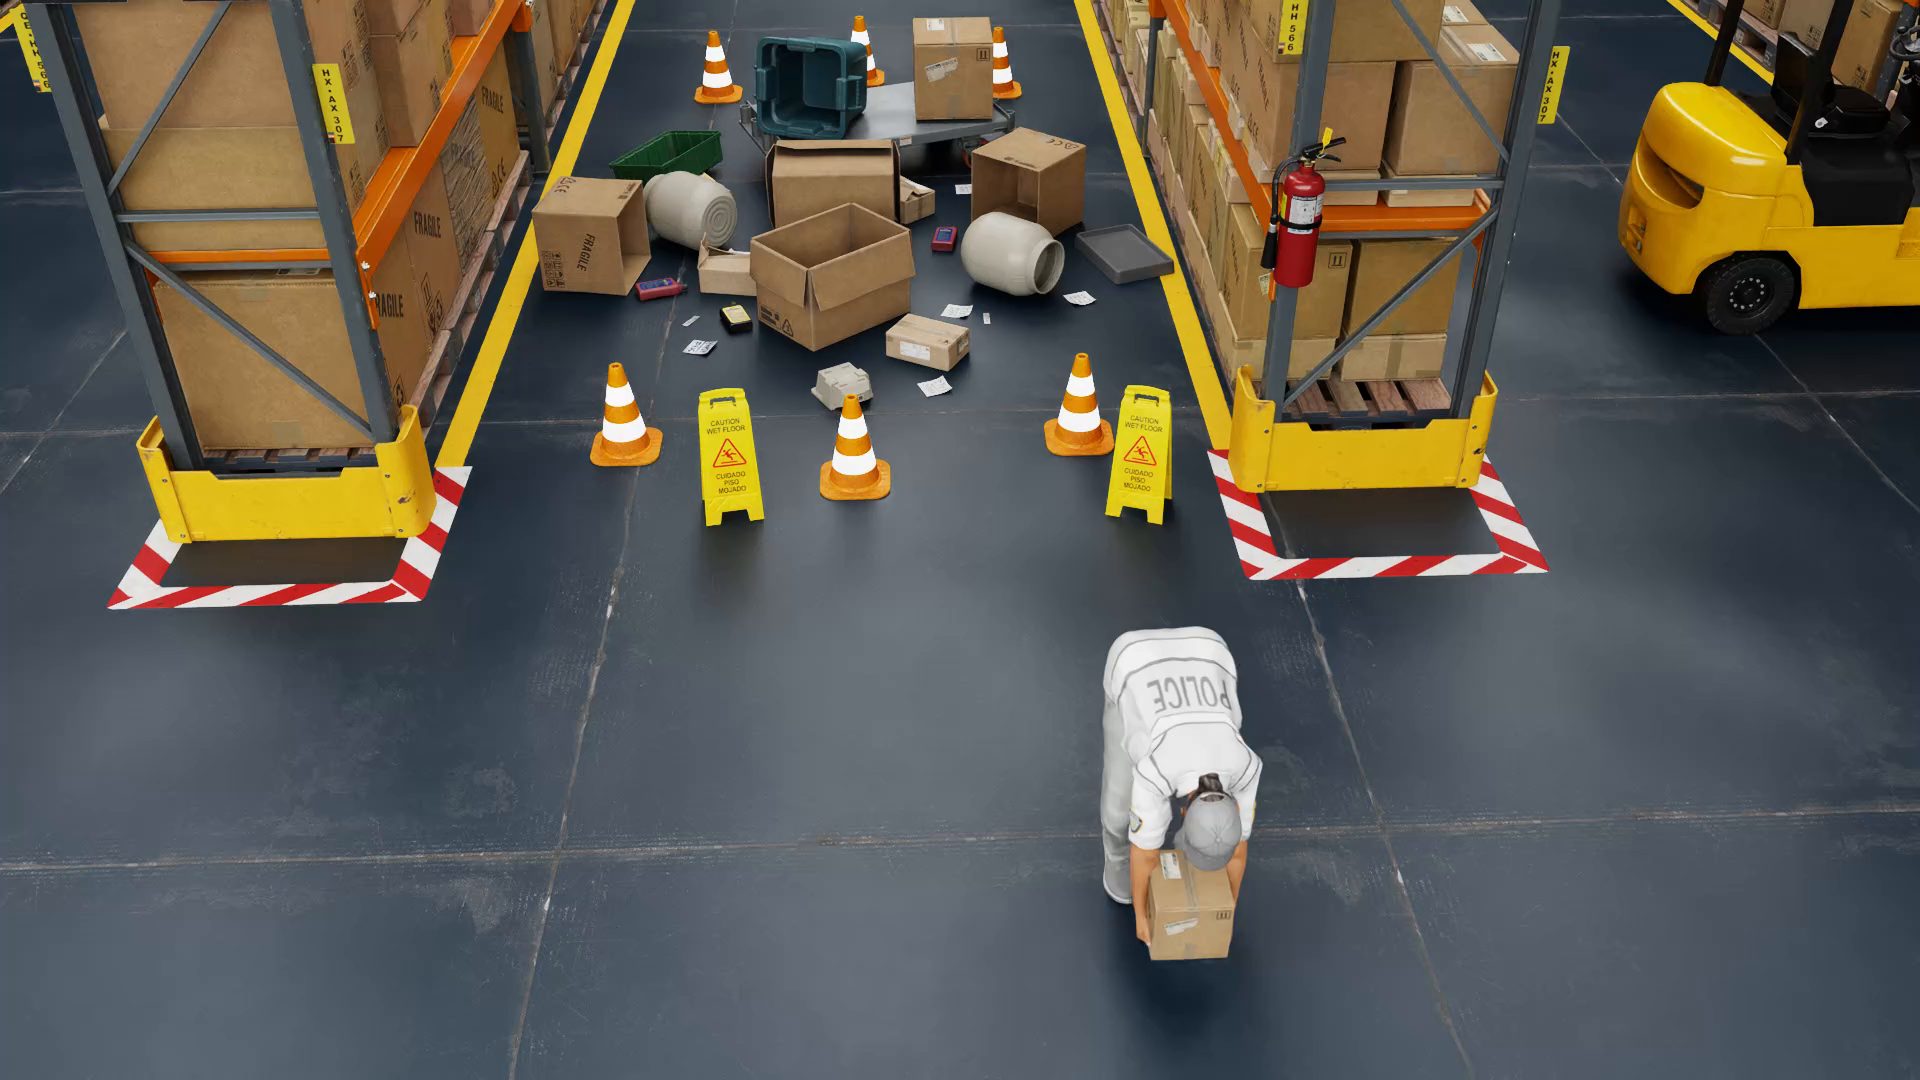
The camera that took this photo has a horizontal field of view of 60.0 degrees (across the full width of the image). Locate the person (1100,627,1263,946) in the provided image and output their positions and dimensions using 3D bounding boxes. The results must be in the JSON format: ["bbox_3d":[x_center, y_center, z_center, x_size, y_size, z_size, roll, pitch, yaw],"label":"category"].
[{"bbox_3d":[0.718,0.875,5.478,0.484,1.014,0.949,-3,36,-4],"label":"person"}]
